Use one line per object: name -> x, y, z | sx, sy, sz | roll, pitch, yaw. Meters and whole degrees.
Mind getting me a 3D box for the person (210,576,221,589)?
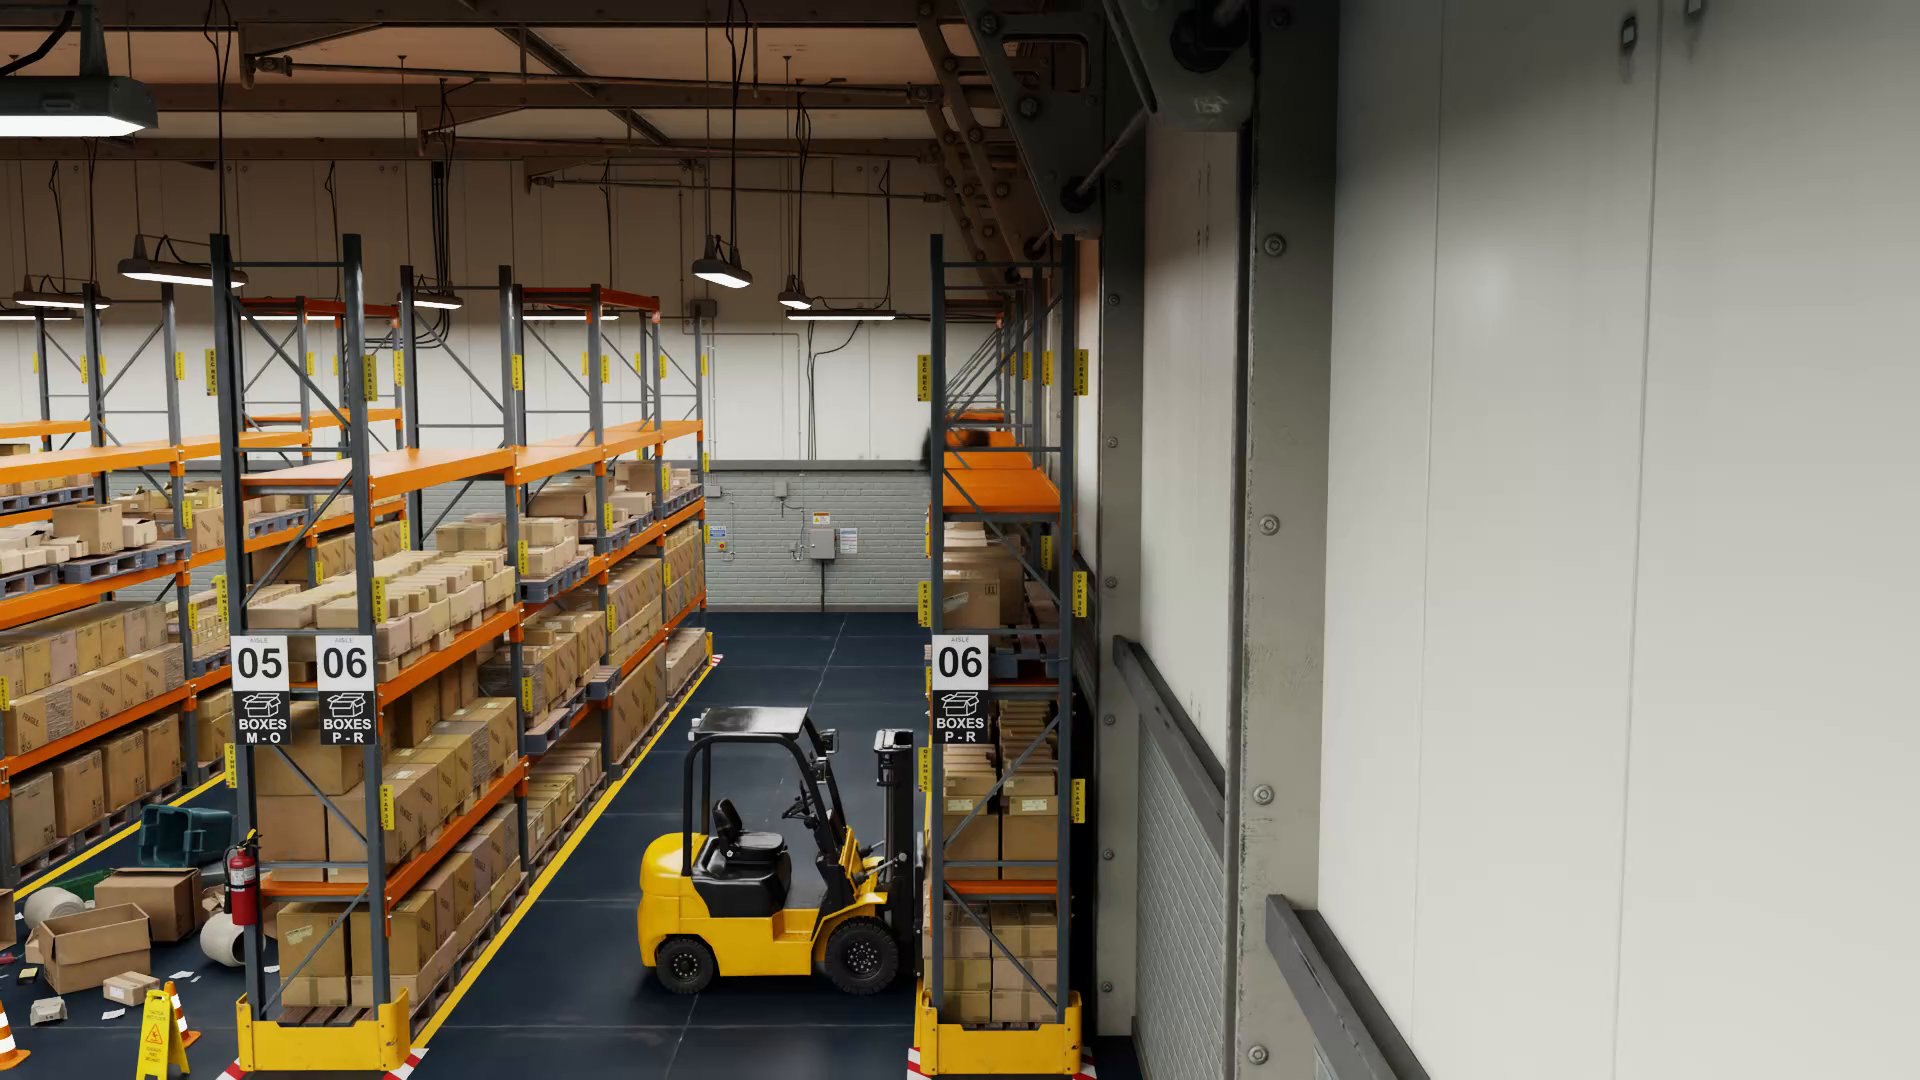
person -> -11.532, 1.432, 26.006 | 0.726, 1.766, 0.800 | 0, 6, 2
